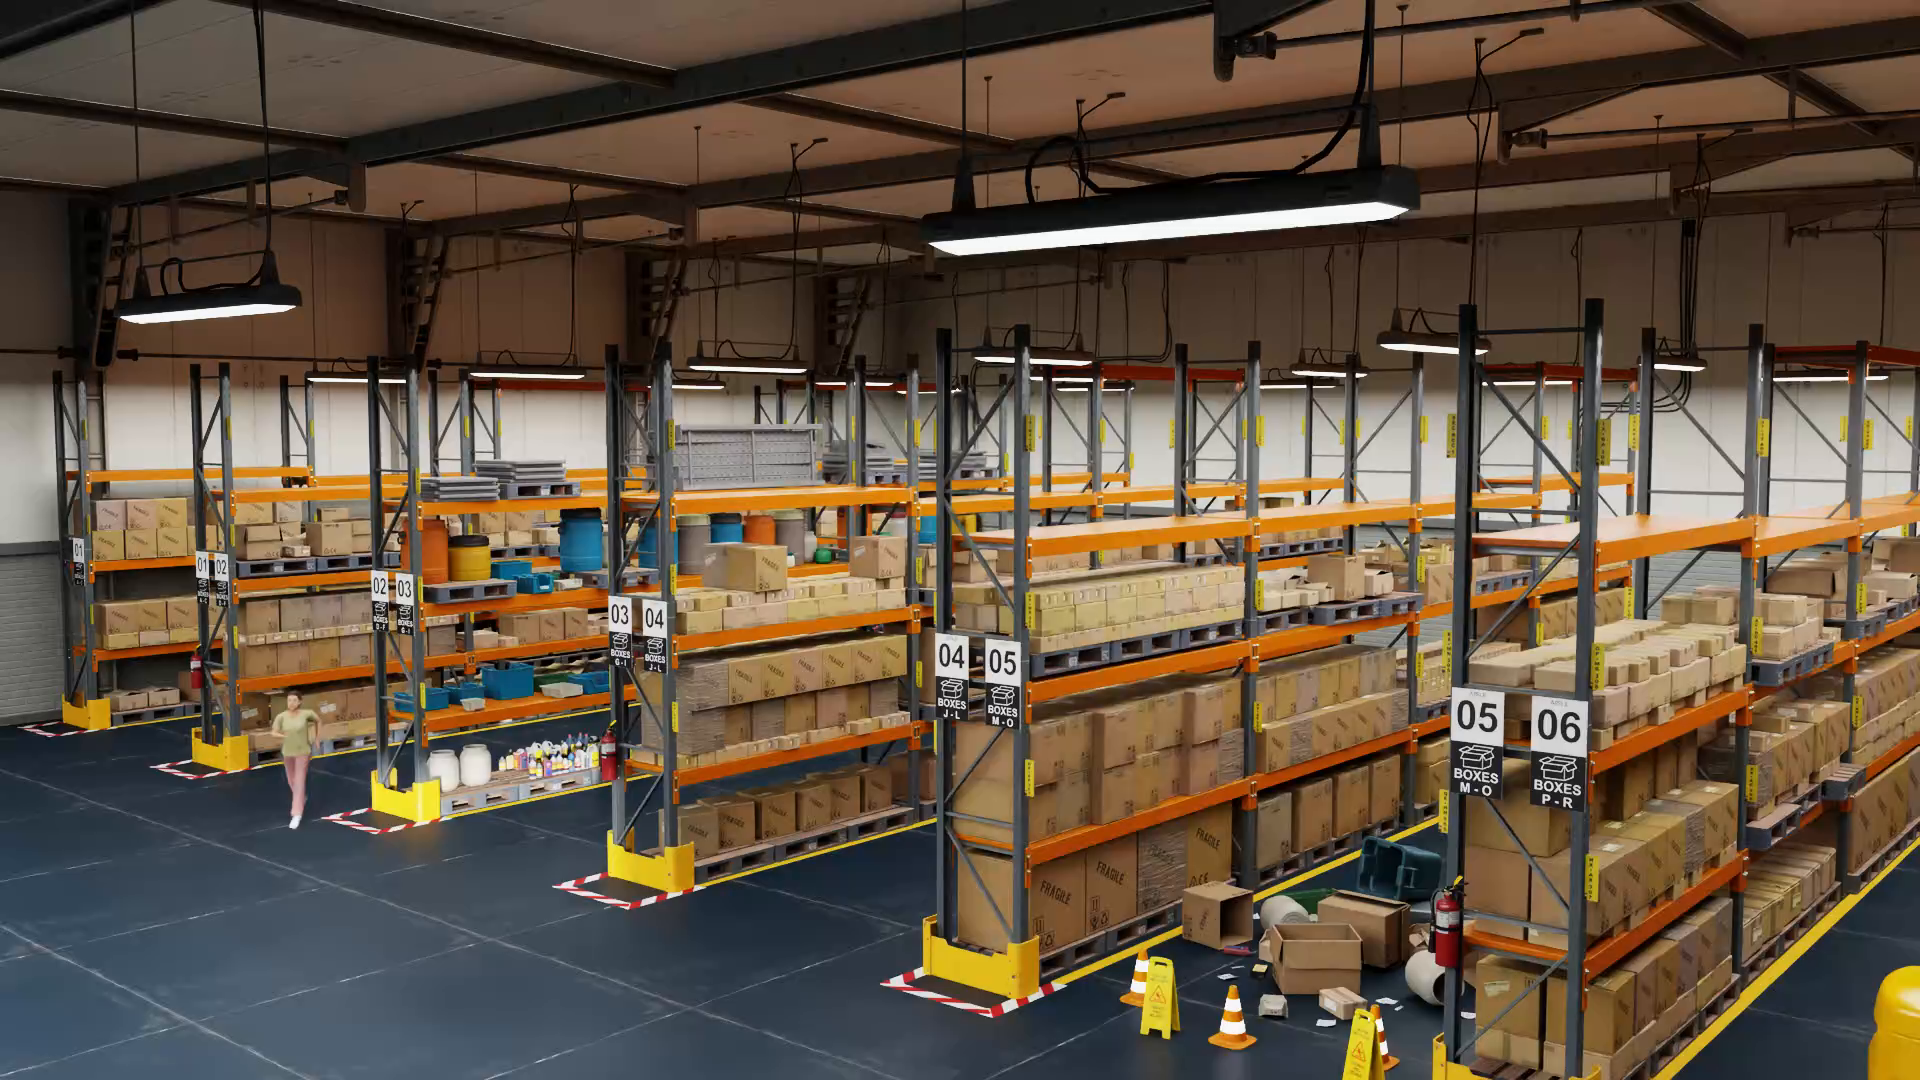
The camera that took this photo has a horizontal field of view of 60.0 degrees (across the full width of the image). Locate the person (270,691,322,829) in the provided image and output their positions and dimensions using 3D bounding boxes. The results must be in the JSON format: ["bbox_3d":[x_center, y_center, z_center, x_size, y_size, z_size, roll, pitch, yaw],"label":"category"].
[{"bbox_3d":[-8.524,2.767,21.352,0.554,1.697,0.909,-1,4,-7],"label":"person"}]

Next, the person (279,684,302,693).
[{"bbox_3d":[-11.182,2.281,27.934,0.718,1.740,0.638,2,5,24],"label":"person"}]
